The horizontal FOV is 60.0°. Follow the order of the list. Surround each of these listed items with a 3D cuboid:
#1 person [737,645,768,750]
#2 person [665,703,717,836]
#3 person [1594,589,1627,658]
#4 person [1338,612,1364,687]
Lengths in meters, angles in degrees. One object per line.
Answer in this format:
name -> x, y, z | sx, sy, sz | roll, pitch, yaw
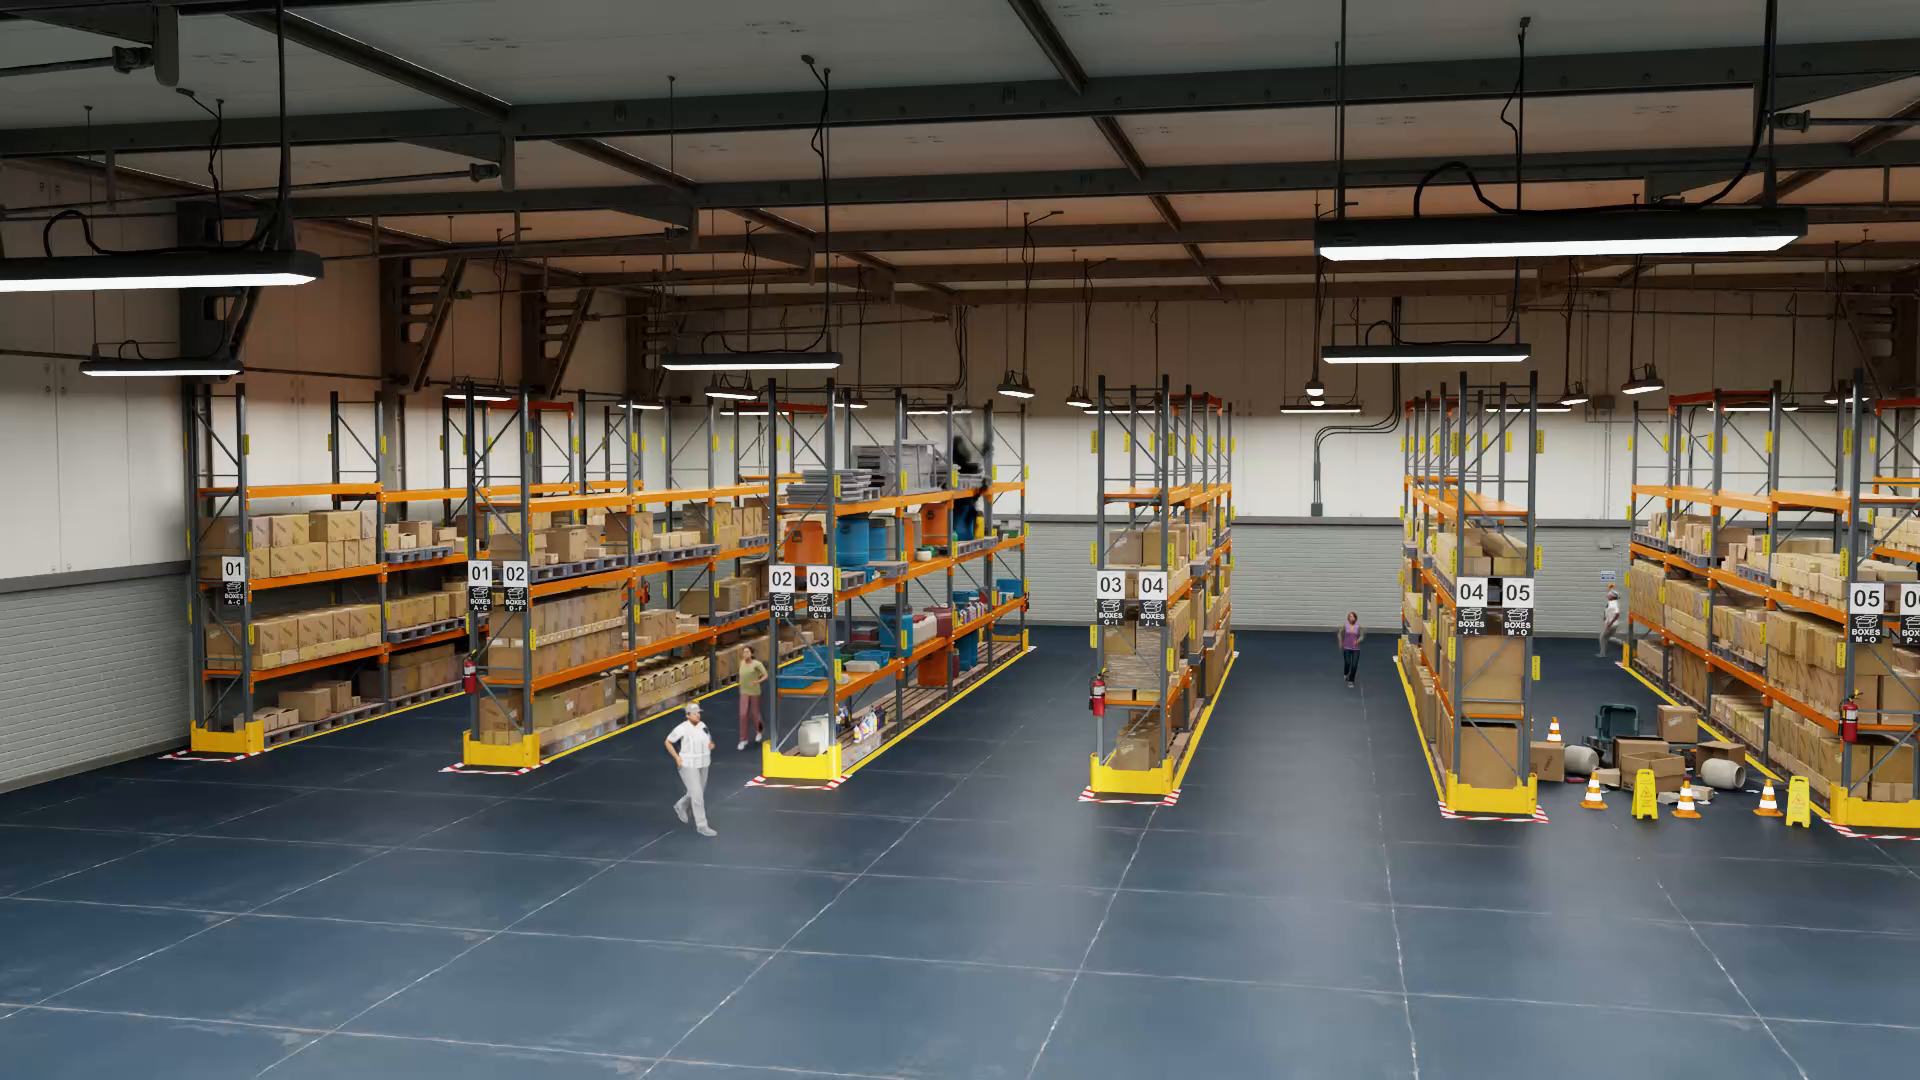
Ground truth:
person -> -3.438, 2.583, 27.569 | 0.572, 1.702, 0.805 | 1, 3, 14
person -> -3.437, 2.927, 21.447 | 0.943, 1.650, 0.608 | 3, 4, 39
person -> 15.233, 1.967, 38.836 | 0.768, 1.632, 0.637 | 1, 4, 24
person -> 8.061, 2.263, 34.278 | 0.528, 1.560, 0.544 | 1, 3, 11
